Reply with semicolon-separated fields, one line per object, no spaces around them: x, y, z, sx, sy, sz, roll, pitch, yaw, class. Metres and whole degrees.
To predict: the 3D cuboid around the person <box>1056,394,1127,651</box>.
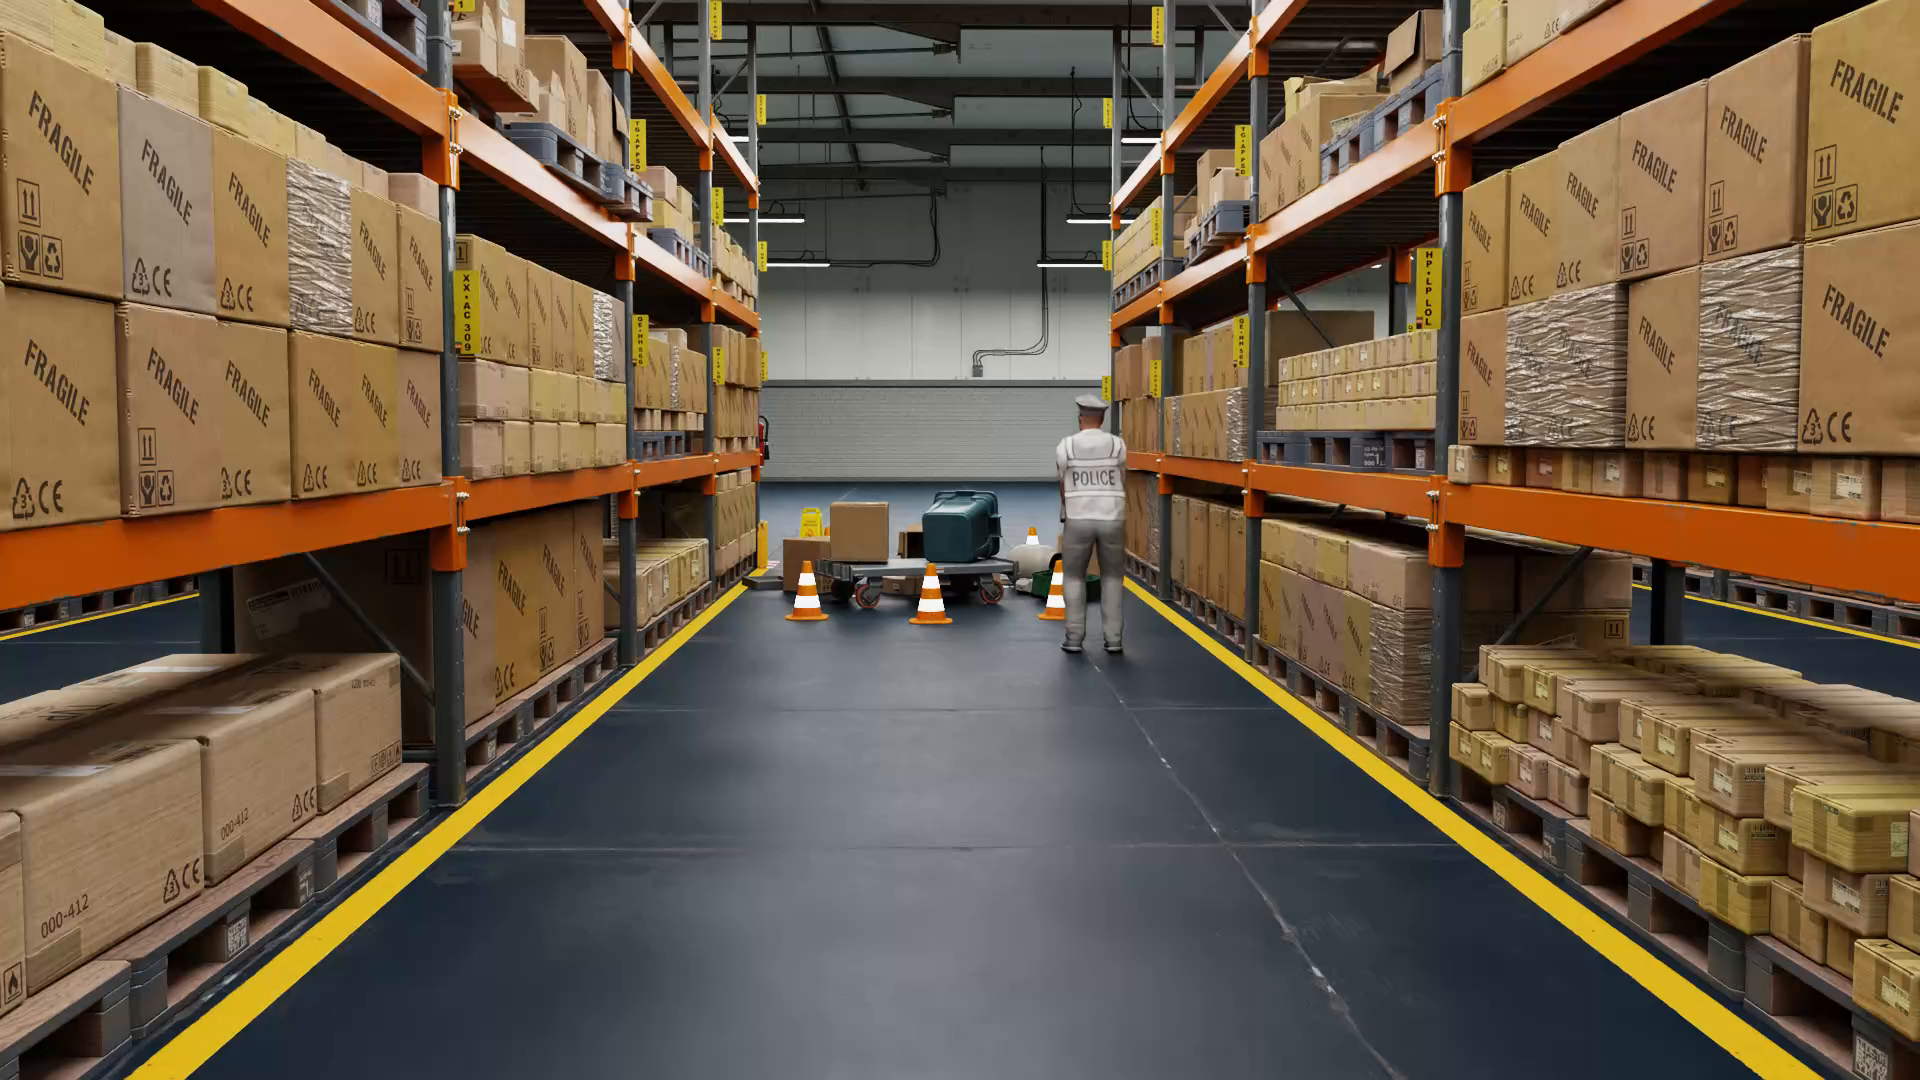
0.897;-0.120;11.452;0.490;1.770;0.574;0;4;-2;person
